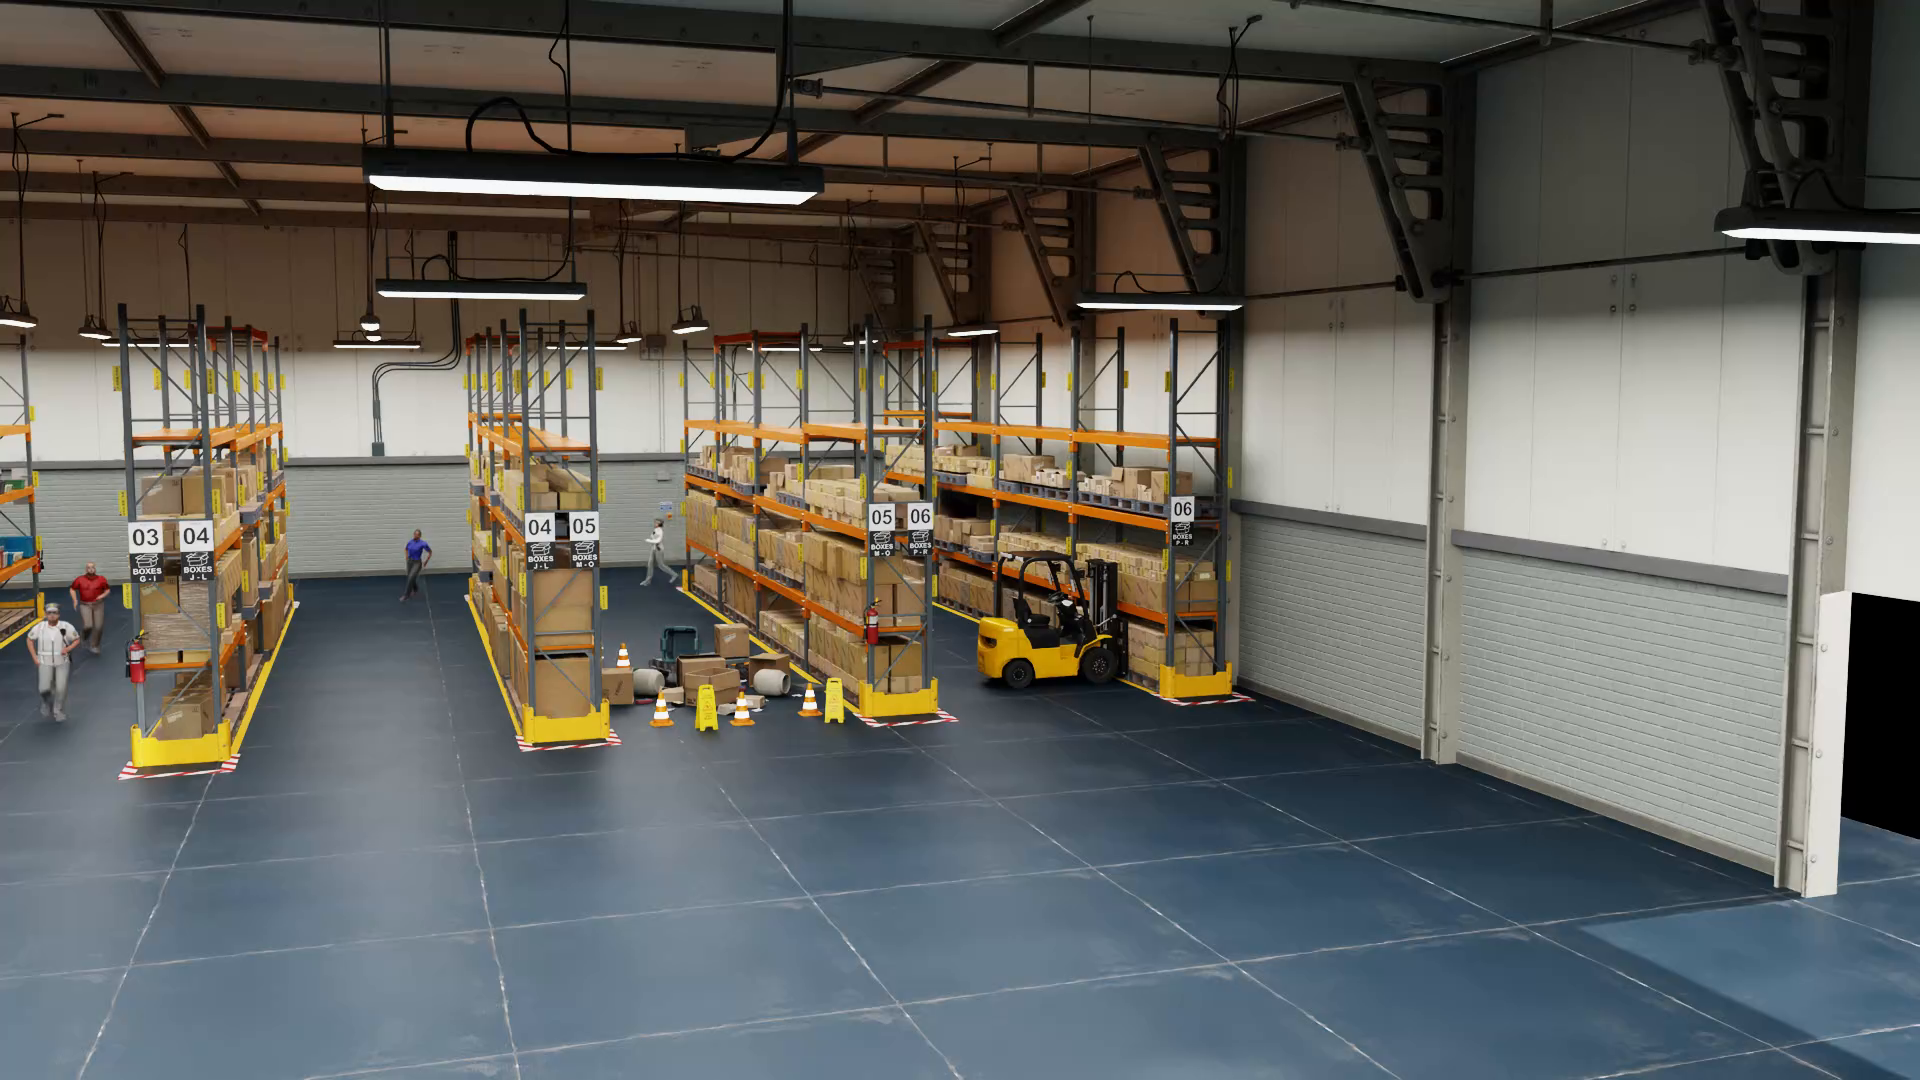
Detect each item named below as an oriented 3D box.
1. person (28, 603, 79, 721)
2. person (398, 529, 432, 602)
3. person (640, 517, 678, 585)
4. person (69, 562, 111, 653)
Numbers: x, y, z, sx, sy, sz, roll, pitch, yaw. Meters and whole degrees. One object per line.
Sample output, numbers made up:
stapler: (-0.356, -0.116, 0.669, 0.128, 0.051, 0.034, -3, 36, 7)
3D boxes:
person: (-13.368, 1.801, 24.552, 0.673, 1.757, 0.528, -3, 6, -26)
person: (-12.486, 0.565, 38.111, 0.665, 1.626, 0.875, 2, 6, 16)
person: (-7.408, 0.271, 40.797, 0.941, 1.677, 0.613, -2, 6, -24)
person: (-15.976, 1.255, 30.610, 0.651, 1.684, 0.602, -4, 7, -35)
